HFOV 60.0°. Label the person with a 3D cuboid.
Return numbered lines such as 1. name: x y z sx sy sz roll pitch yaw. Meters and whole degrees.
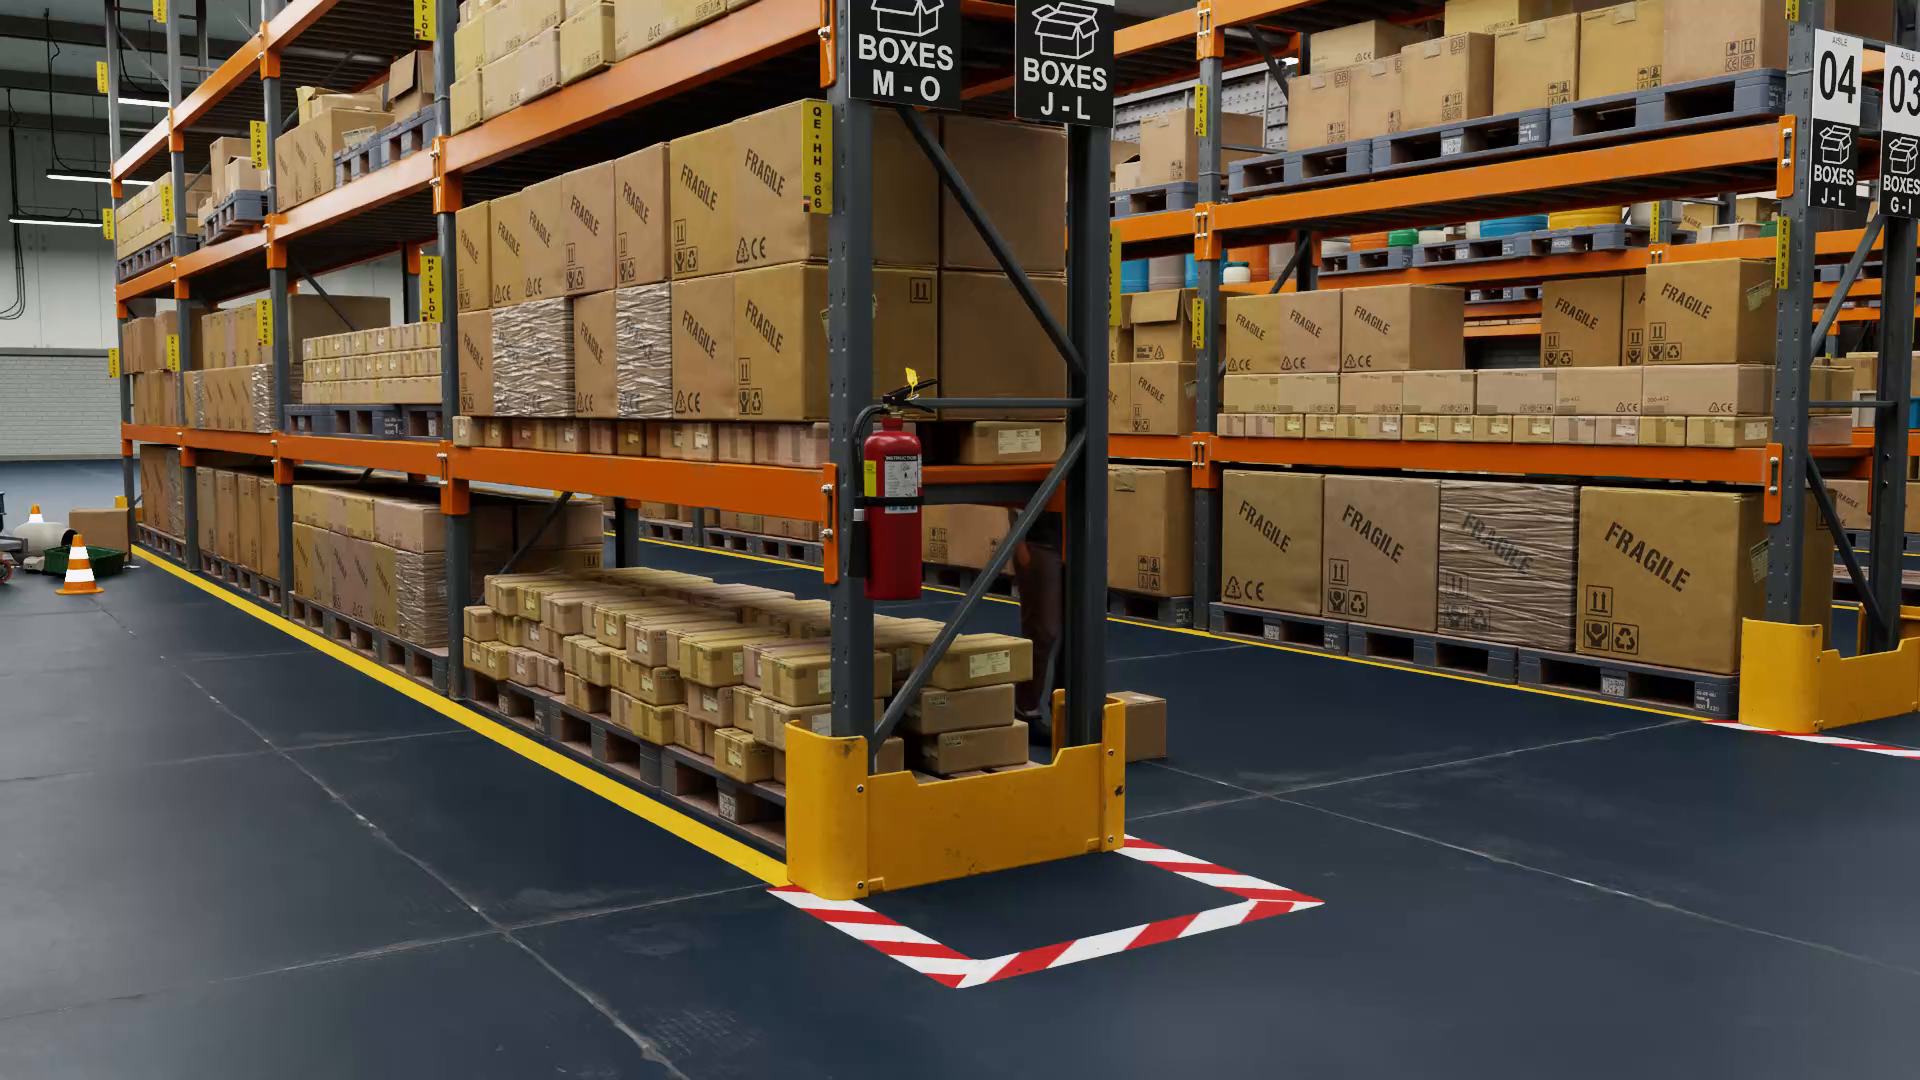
1. person: 0.454 0.051 7.498 0.531 1.736 0.359 -3 5 -32
